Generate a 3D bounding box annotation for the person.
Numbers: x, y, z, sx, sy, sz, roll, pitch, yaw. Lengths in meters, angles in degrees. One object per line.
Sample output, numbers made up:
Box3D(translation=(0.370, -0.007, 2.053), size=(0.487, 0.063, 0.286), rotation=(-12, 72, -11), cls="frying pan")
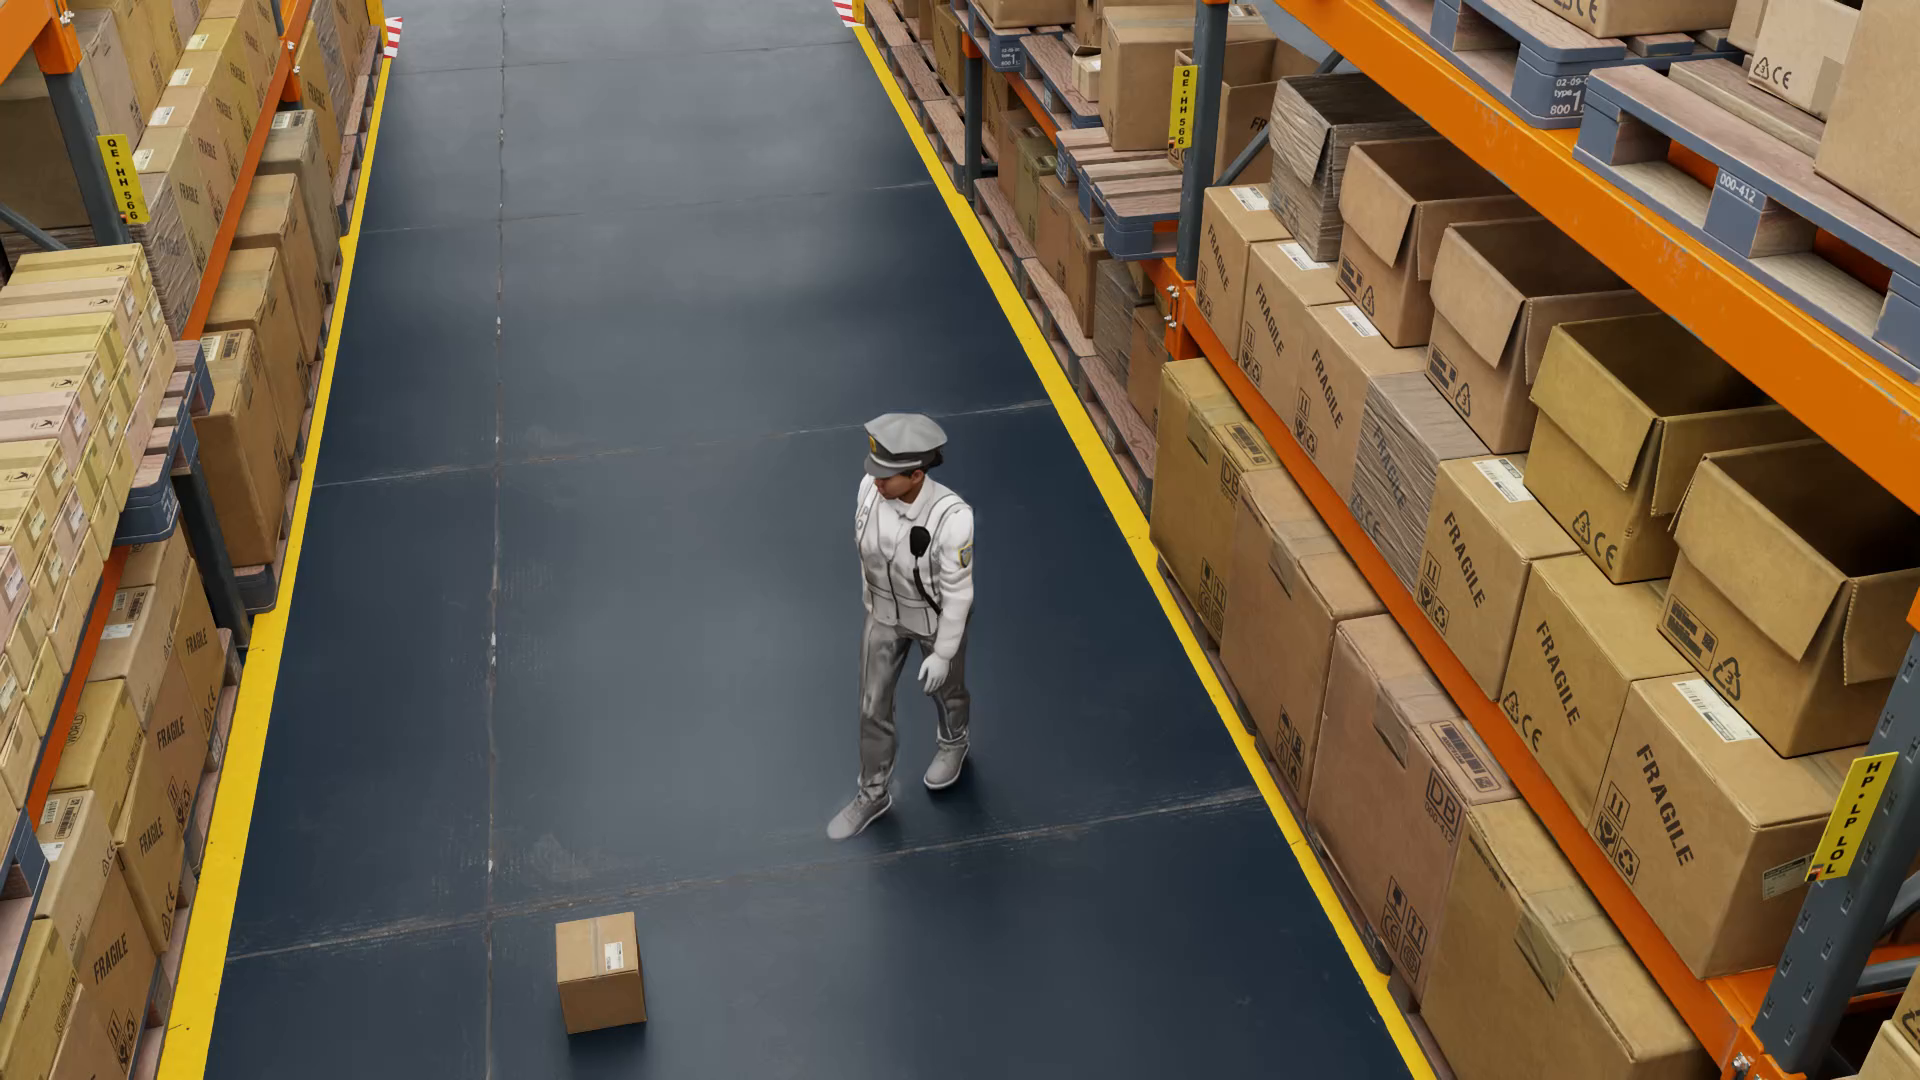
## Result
Box3D(translation=(-0.159, 0.296, 5.732), size=(0.491, 1.696, 0.643), rotation=(15, 37, 20), cls="person")
